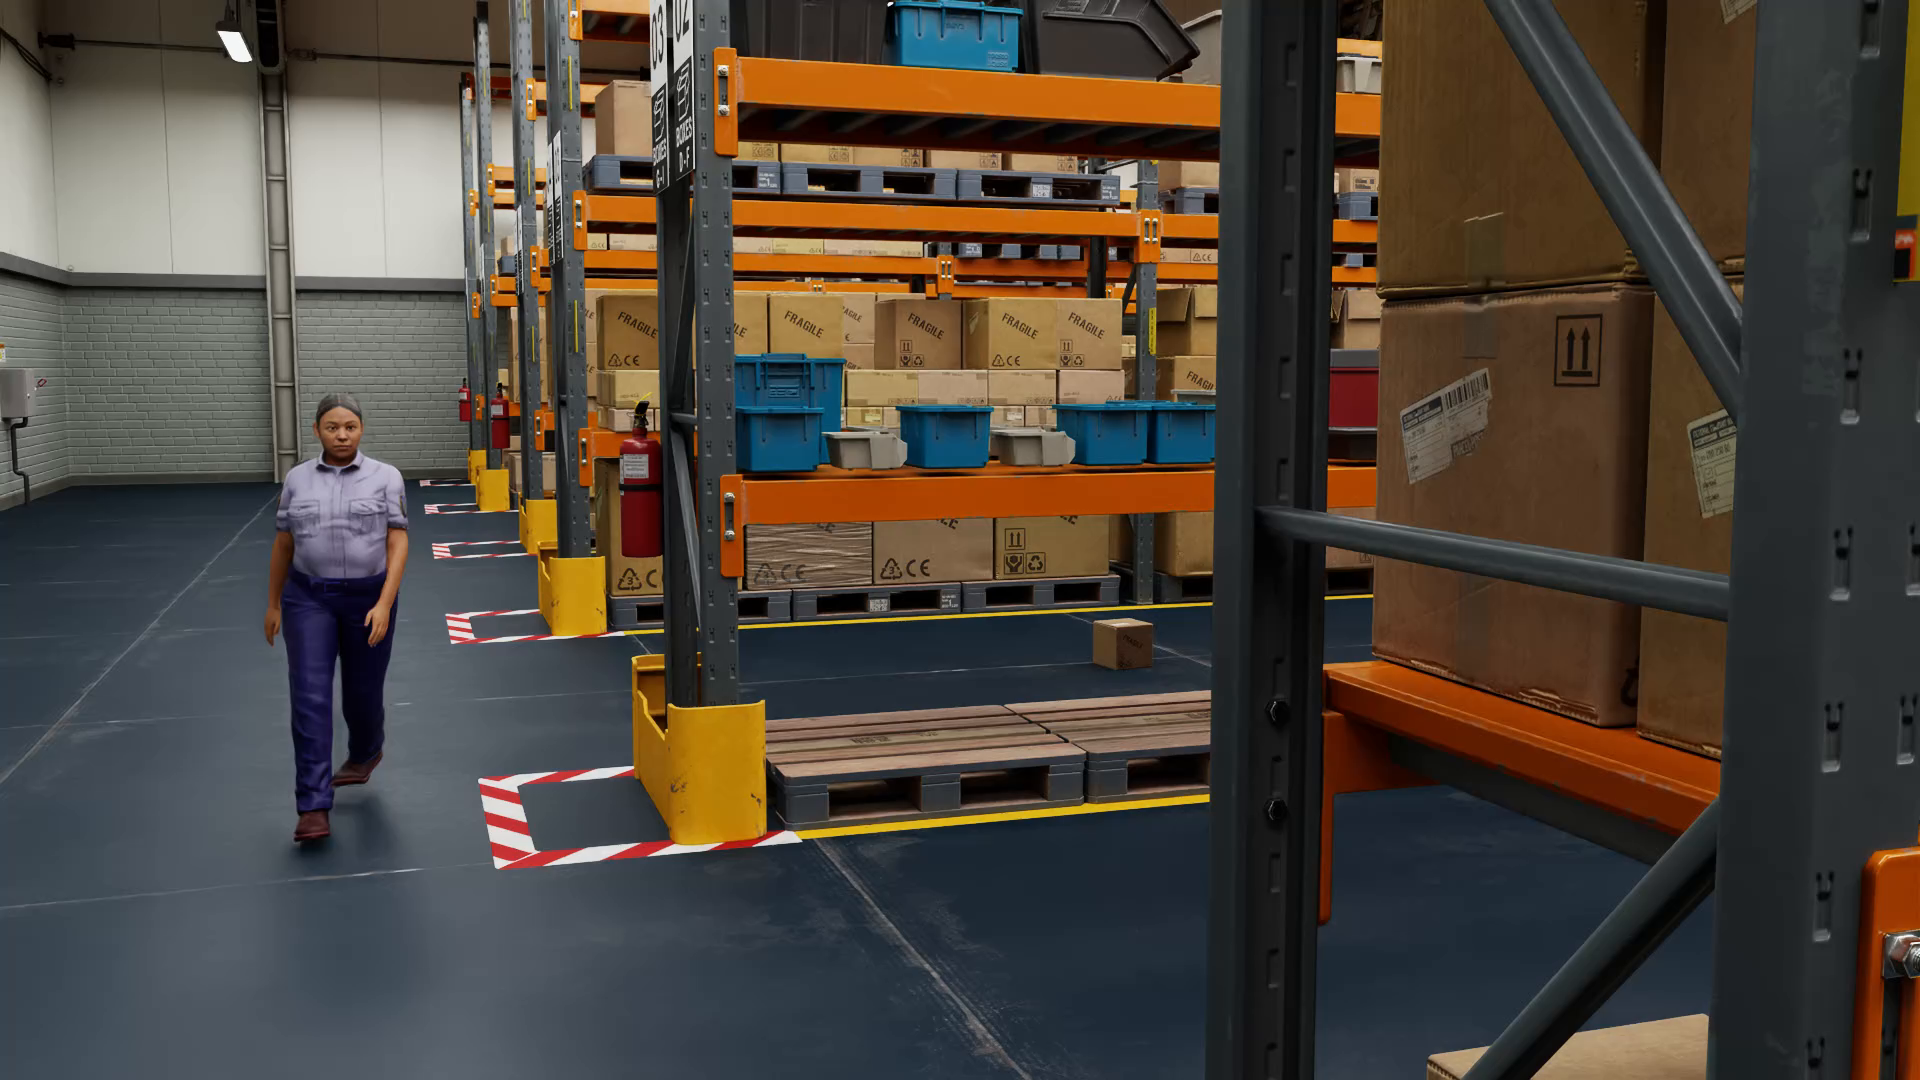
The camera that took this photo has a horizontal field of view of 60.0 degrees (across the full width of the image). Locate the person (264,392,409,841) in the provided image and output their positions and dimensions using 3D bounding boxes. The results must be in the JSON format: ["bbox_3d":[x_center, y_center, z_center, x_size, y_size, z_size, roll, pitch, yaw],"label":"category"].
[{"bbox_3d":[-2.332,0.251,6.231,0.526,1.602,0.866,-2,6,-21],"label":"person"}]
